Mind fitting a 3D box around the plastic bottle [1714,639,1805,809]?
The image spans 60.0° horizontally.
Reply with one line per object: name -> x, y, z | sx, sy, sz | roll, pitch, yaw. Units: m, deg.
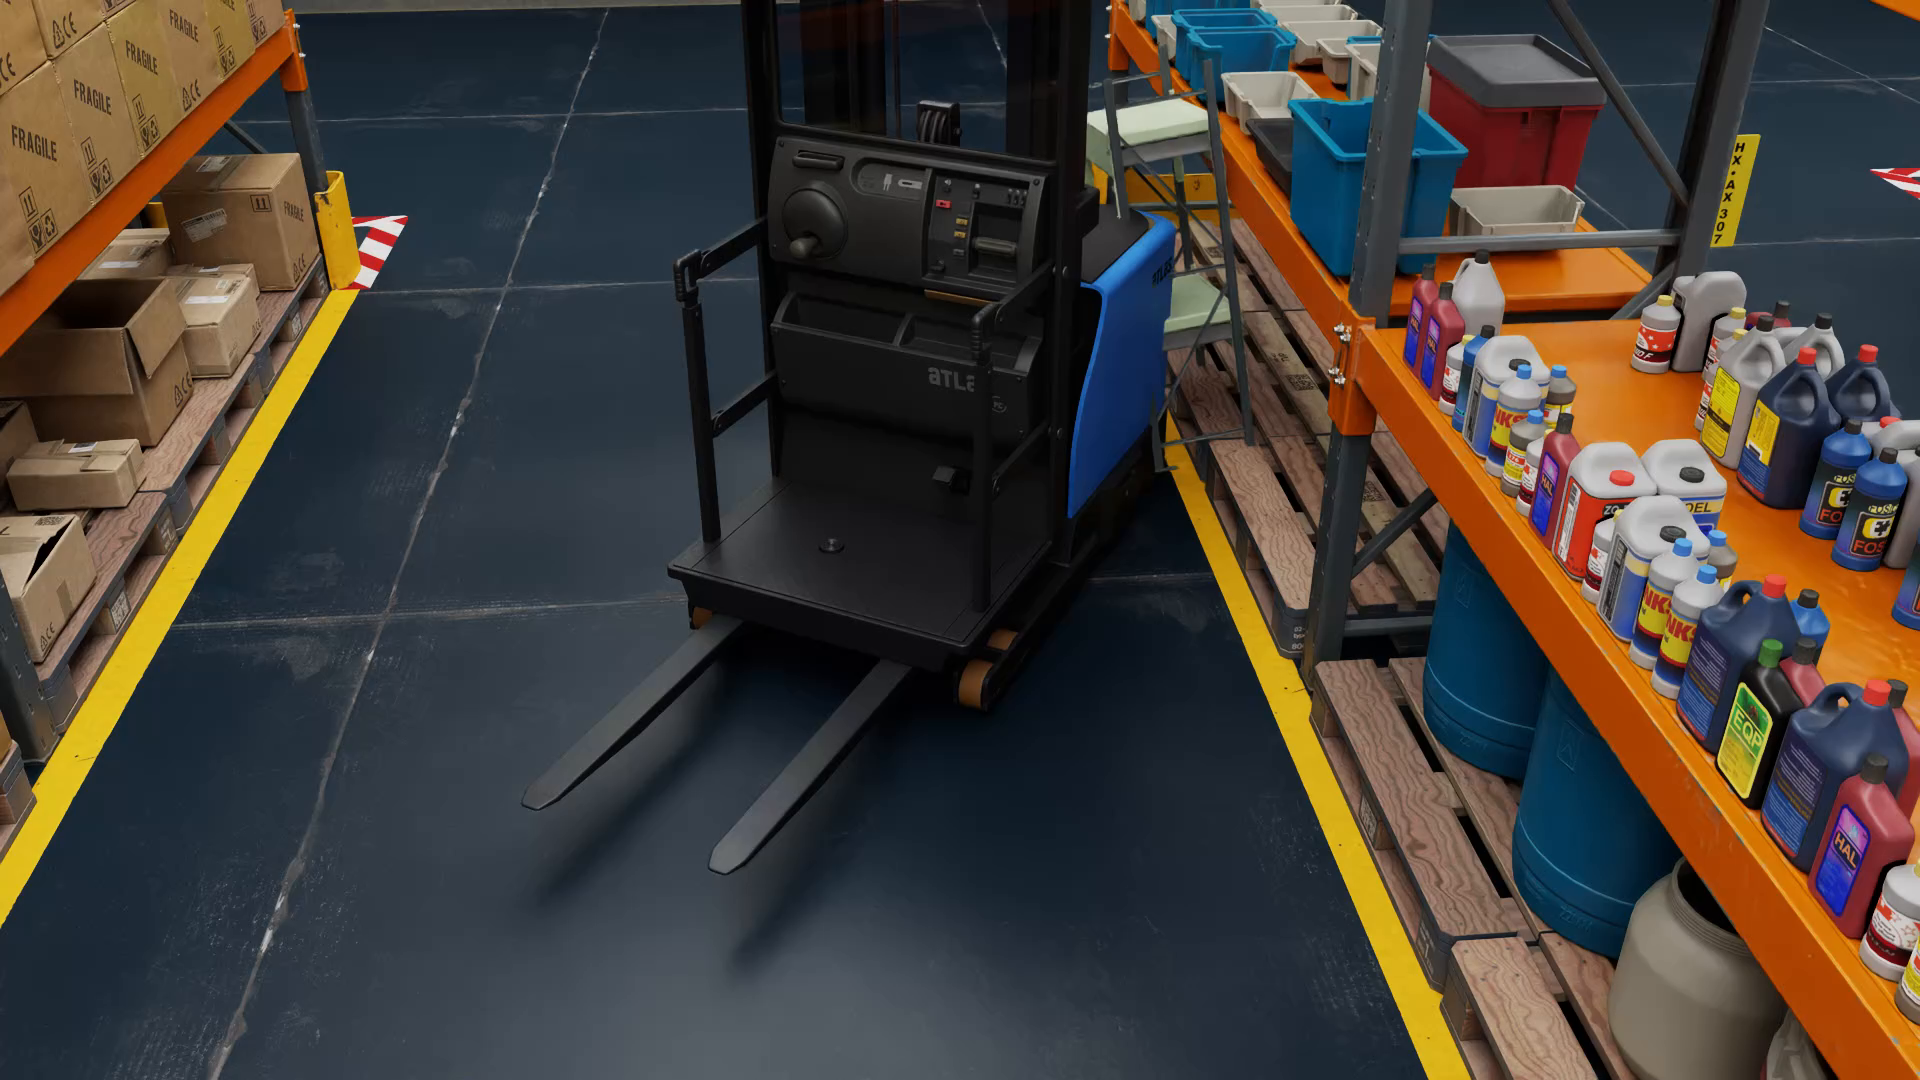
plastic bottle -> 1.403, 0.319, 2.904 | 0.061, 0.283, 0.133 | -3, 31, -5

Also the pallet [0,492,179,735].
pallet -> -3.366, 0.241, 5.641 | 1.003, 0.211, 1.213 | -3, 31, -5

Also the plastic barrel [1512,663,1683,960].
plastic barrel -> 1.729, 0.520, 4.092 | 0.600, 0.901, 0.708 | -3, 31, -5

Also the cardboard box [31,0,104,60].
cardboard box -> -3.163, -1.858, 5.362 | 0.500, 0.500, 0.500 | -4, 31, -6

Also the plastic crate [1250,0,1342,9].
plastic crate -> 1.511, -2.388, 7.522 | 0.396, 0.136, 0.243 | -3, 31, -5

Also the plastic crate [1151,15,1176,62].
plastic crate -> 0.961, -2.140, 7.106 | 0.250, 0.136, 0.298 | -3, 31, -5

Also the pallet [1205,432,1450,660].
pallet -> 1.521, -0.017, 6.073 | 1.003, 0.211, 1.213 | -3, 31, -5

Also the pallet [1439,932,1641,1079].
pallet -> 1.777, 1.376, 3.740 | 1.003, 0.211, 1.213 | -3, 31, -5

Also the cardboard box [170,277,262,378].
cardboard box -> -3.322, -0.904, 7.091 | 0.500, 0.250, 0.500 | -3, 31, -5

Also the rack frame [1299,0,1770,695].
rack frame -> 1.629, -0.841, 4.733 | 1.000, 3.000, 0.127 | -3, 31, -5

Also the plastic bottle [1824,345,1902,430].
plastic bottle -> 2.058, -0.272, 3.828 | 0.144, 0.351, 0.185 | -3, 31, -5

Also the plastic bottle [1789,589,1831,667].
plastic bottle -> 1.546, 0.213, 3.094 | 0.097, 0.271, 0.097 | 0, 31, 0

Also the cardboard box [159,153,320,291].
cardboard box -> -3.381, -1.498, 7.841 | 0.500, 0.500, 0.500 | -3, 31, -5

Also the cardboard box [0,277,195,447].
cardboard box -> -3.484, -0.682, 6.471 | 0.797, 0.503, 0.637 | -3, 31, -5

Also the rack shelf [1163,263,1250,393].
rack shelf -> 0.845, -0.818, 6.655 | 0.431, 0.370, 0.720 | -11, 21, -2

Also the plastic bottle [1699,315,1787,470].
plastic bottle -> 1.897, -0.359, 3.974 | 0.144, 0.351, 0.185 | -3, 31, -5

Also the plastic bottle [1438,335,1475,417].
plastic bottle -> 1.280, -0.422, 4.225 | 0.097, 0.201, 0.097 | 0, 31, 0

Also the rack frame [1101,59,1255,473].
rack frame -> 0.828, -0.989, 6.196 | 0.400, 1.500, 0.023 | -11, 21, -2

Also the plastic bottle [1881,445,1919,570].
plastic bottle -> 2.081, -0.089, 3.595 | 0.152, 0.276, 0.135 | -3, 31, -5

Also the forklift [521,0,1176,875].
forklift -> -0.268, -0.967, 5.010 | 1.130, 2.935, 3.031 | 14, 33, 21

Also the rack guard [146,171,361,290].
rack guard -> -3.670, -1.536, 8.334 | 1.175, 0.500, 0.348 | -3, 31, -5

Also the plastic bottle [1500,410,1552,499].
plastic bottle -> 1.320, -0.204, 3.860 | 0.097, 0.201, 0.097 | 0, 31, 0

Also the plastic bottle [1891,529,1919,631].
plastic bottle -> 1.980, 0.047, 3.372 | 0.097, 0.271, 0.097 | 0, 31, 0

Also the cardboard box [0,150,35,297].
cardboard box -> -3.080, -0.922, 4.771 | 0.500, 0.500, 0.500 | -2, 31, -3

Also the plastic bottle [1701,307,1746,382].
plastic bottle -> 2.026, -0.512, 4.376 | 0.097, 0.201, 0.097 | 0, 31, 0

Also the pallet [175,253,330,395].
pallet -> -3.594, -1.005, 7.726 | 1.003, 0.211, 1.213 | -3, 31, -5

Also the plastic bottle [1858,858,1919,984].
plastic bottle -> 1.462, 0.575, 2.556 | 0.097, 0.201, 0.097 | 0, 31, 0

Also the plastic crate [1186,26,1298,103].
plastic crate -> 1.101, -1.870, 6.560 | 0.416, 0.233, 0.300 | -3, 31, -5

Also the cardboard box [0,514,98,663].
cardboard box -> -3.127, 0.135, 5.291 | 0.500, 0.311, 0.500 | -3, 31, -5

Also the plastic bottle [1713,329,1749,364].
plastic bottle -> 1.977, -0.441, 4.257 | 0.097, 0.201, 0.097 | 0, 31, 0

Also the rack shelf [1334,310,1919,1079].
rack shelf -> 1.816, 0.489, 3.208 | 1.077, 0.370, 4.000 | -3, 31, -5

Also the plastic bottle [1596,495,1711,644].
plastic bottle -> 1.401, 0.058, 3.349 | 0.152, 0.276, 0.135 | -3, 31, -5

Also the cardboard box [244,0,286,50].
cardboard box -> -3.364, -2.475, 7.371 | 0.500, 0.500, 0.500 | -2, 31, -3

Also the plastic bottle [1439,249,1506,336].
plastic bottle -> 1.343, -0.604, 4.384 | 0.144, 0.351, 0.185 | -3, 31, -5

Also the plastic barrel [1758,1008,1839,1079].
plastic barrel -> 1.834, 1.231, 3.207 | 0.600, 0.588, 0.708 | -3, 31, -5

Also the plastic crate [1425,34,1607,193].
plastic crate -> 1.795, -1.362, 5.484 | 0.402, 0.464, 0.583 | -3, 31, -5

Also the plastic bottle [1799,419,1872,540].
plastic bottle -> 1.946, -0.141, 3.686 | 0.097, 0.271, 0.097 | 0, 31, 0

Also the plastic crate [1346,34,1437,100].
plastic crate -> 1.702, -1.801, 6.444 | 0.416, 0.233, 0.300 | -3, 31, -5

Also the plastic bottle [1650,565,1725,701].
plastic bottle -> 1.394, 0.170, 3.165 | 0.097, 0.271, 0.097 | 0, 31, 0

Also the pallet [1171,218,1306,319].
pallet -> 1.293, -1.263, 8.159 | 1.003, 0.211, 1.213 | -3, 31, -5

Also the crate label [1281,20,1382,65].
crate label -> 1.575, -2.098, 7.037 | 0.396, 0.136, 0.243 | -3, 31, -5

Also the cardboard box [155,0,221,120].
cardboard box -> -3.271, -1.955, 6.501 | 0.500, 0.500, 0.500 | -3, 31, -4

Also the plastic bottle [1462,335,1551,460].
plastic bottle -> 1.327, -0.346, 4.026 | 0.152, 0.276, 0.135 | -3, 31, -5

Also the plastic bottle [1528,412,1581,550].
plastic bottle -> 1.321, -0.130, 3.656 | 0.061, 0.283, 0.133 | -3, 31, -5

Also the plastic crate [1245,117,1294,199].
plastic crate -> 1.257, -1.307, 5.723 | 0.437, 0.125, 0.590 | -3, 31, -5

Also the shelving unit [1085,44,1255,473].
shelving unit -> 0.790, -1.117, 6.536 | 0.431, 1.500, 0.755 | -11, 21, -2

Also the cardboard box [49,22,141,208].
cardboard box -> -3.175, -1.439, 5.636 | 0.500, 0.500, 0.500 | -3, 31, -5

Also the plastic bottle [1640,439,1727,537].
plastic bottle -> 1.531, -0.068, 3.559 | 0.152, 0.276, 0.135 | -3, 31, -5

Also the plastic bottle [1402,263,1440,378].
plastic bottle -> 1.238, -0.583, 4.415 | 0.061, 0.283, 0.133 | -3, 31, -5

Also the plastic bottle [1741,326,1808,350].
plastic bottle -> 2.022, -0.415, 4.141 | 0.152, 0.276, 0.135 | -3, 31, -5

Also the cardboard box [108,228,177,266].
cardboard box -> -3.980, -1.382, 7.990 | 0.380, 0.149, 0.250 | -3, 31, -5

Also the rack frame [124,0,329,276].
rack frame -> -3.677, -2.648, 7.758 | 1.000, 3.000, 0.127 | -3, 31, -5

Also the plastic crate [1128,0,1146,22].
plastic crate -> 0.898, -2.486, 7.686 | 0.250, 0.136, 0.298 | -3, 31, -5

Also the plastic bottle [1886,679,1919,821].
plastic bottle -> 1.559, 0.380, 2.802 | 0.061, 0.283, 0.133 | -3, 31, -5

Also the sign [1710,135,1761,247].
sign -> 2.177, -0.985, 4.704 | 0.100, 0.325, 0.005 | -3, 31, -5

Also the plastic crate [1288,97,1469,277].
plastic crate -> 1.246, -1.082, 5.093 | 0.392, 0.384, 0.575 | -3, 31, -5
